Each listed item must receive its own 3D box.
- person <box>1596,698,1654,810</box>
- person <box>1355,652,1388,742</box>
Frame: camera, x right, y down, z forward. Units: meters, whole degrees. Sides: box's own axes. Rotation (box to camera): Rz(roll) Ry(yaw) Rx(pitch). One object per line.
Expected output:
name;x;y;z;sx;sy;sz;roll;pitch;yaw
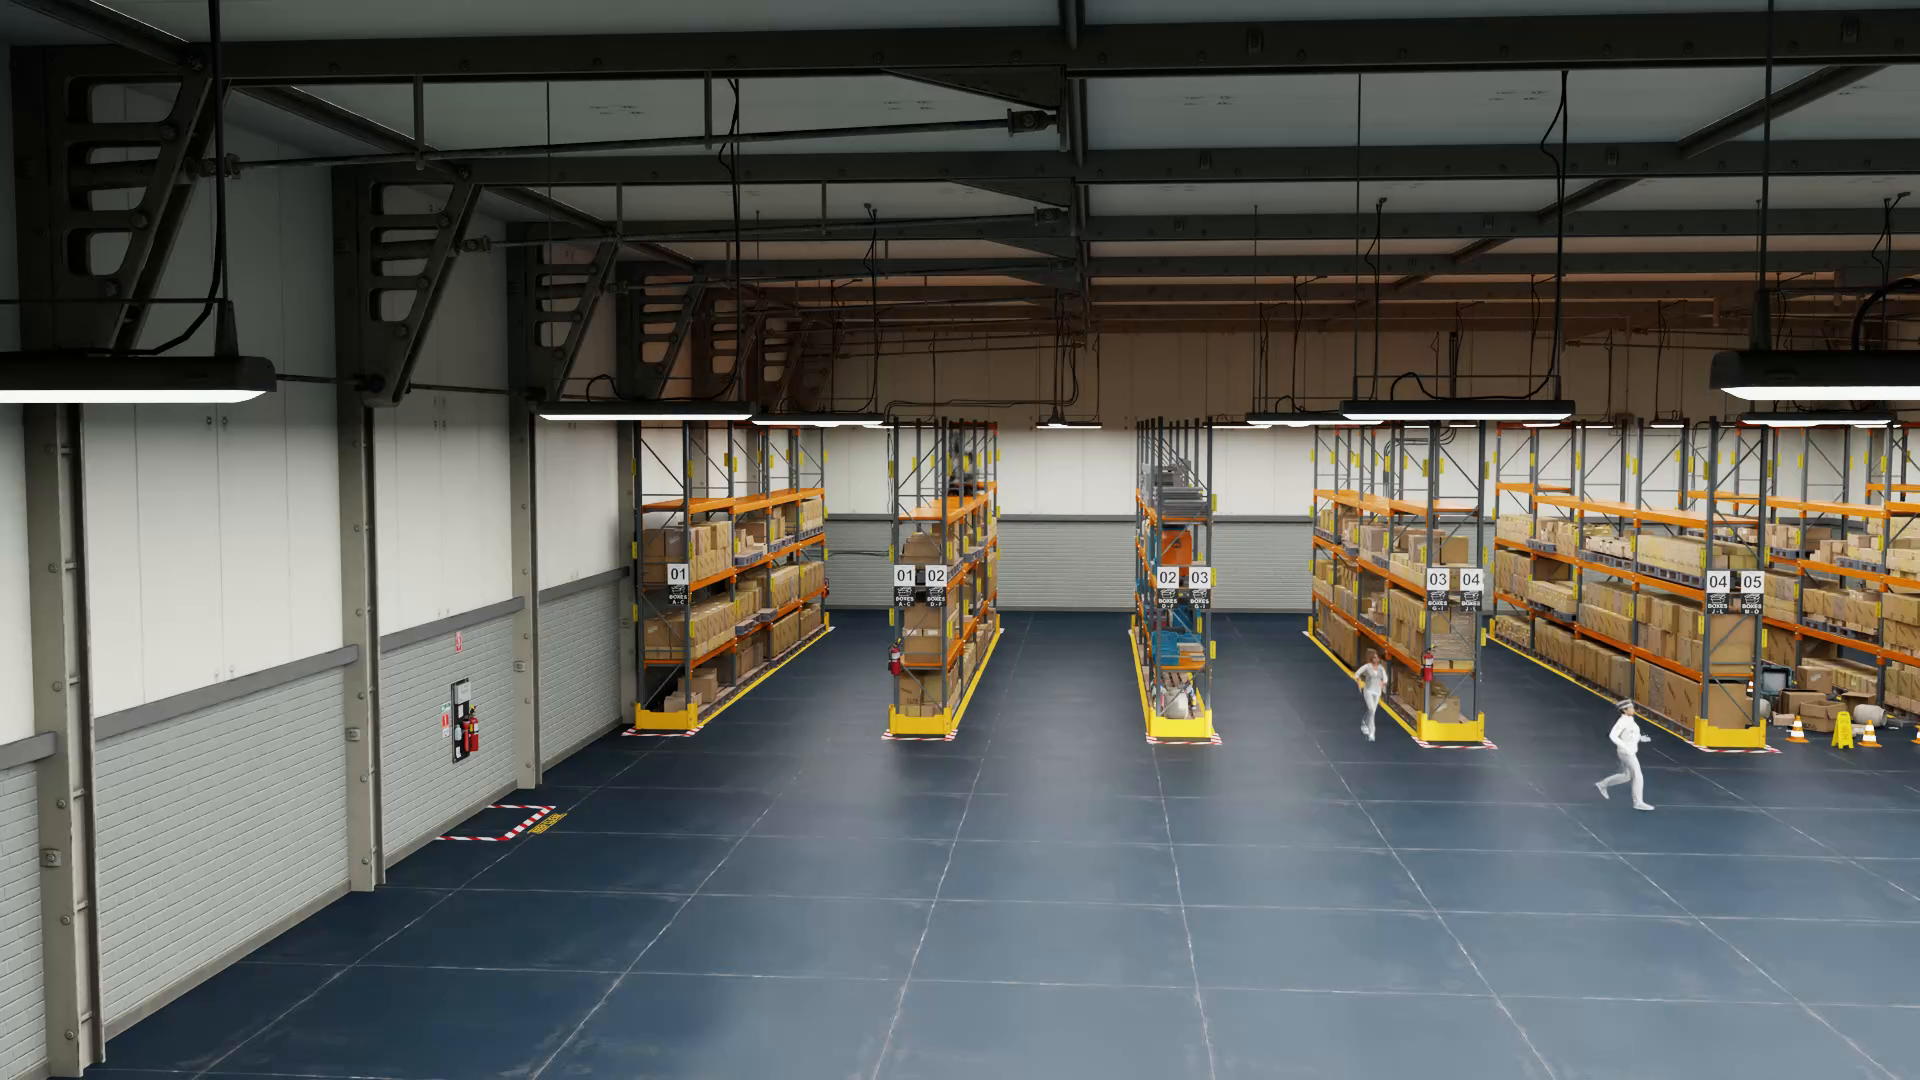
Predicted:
person;10.103;3.229;25.254;0.861;1.668;0.624;2;4;31
person;7.699;2.896;31.045;0.539;1.639;0.736;-1;4;-14
